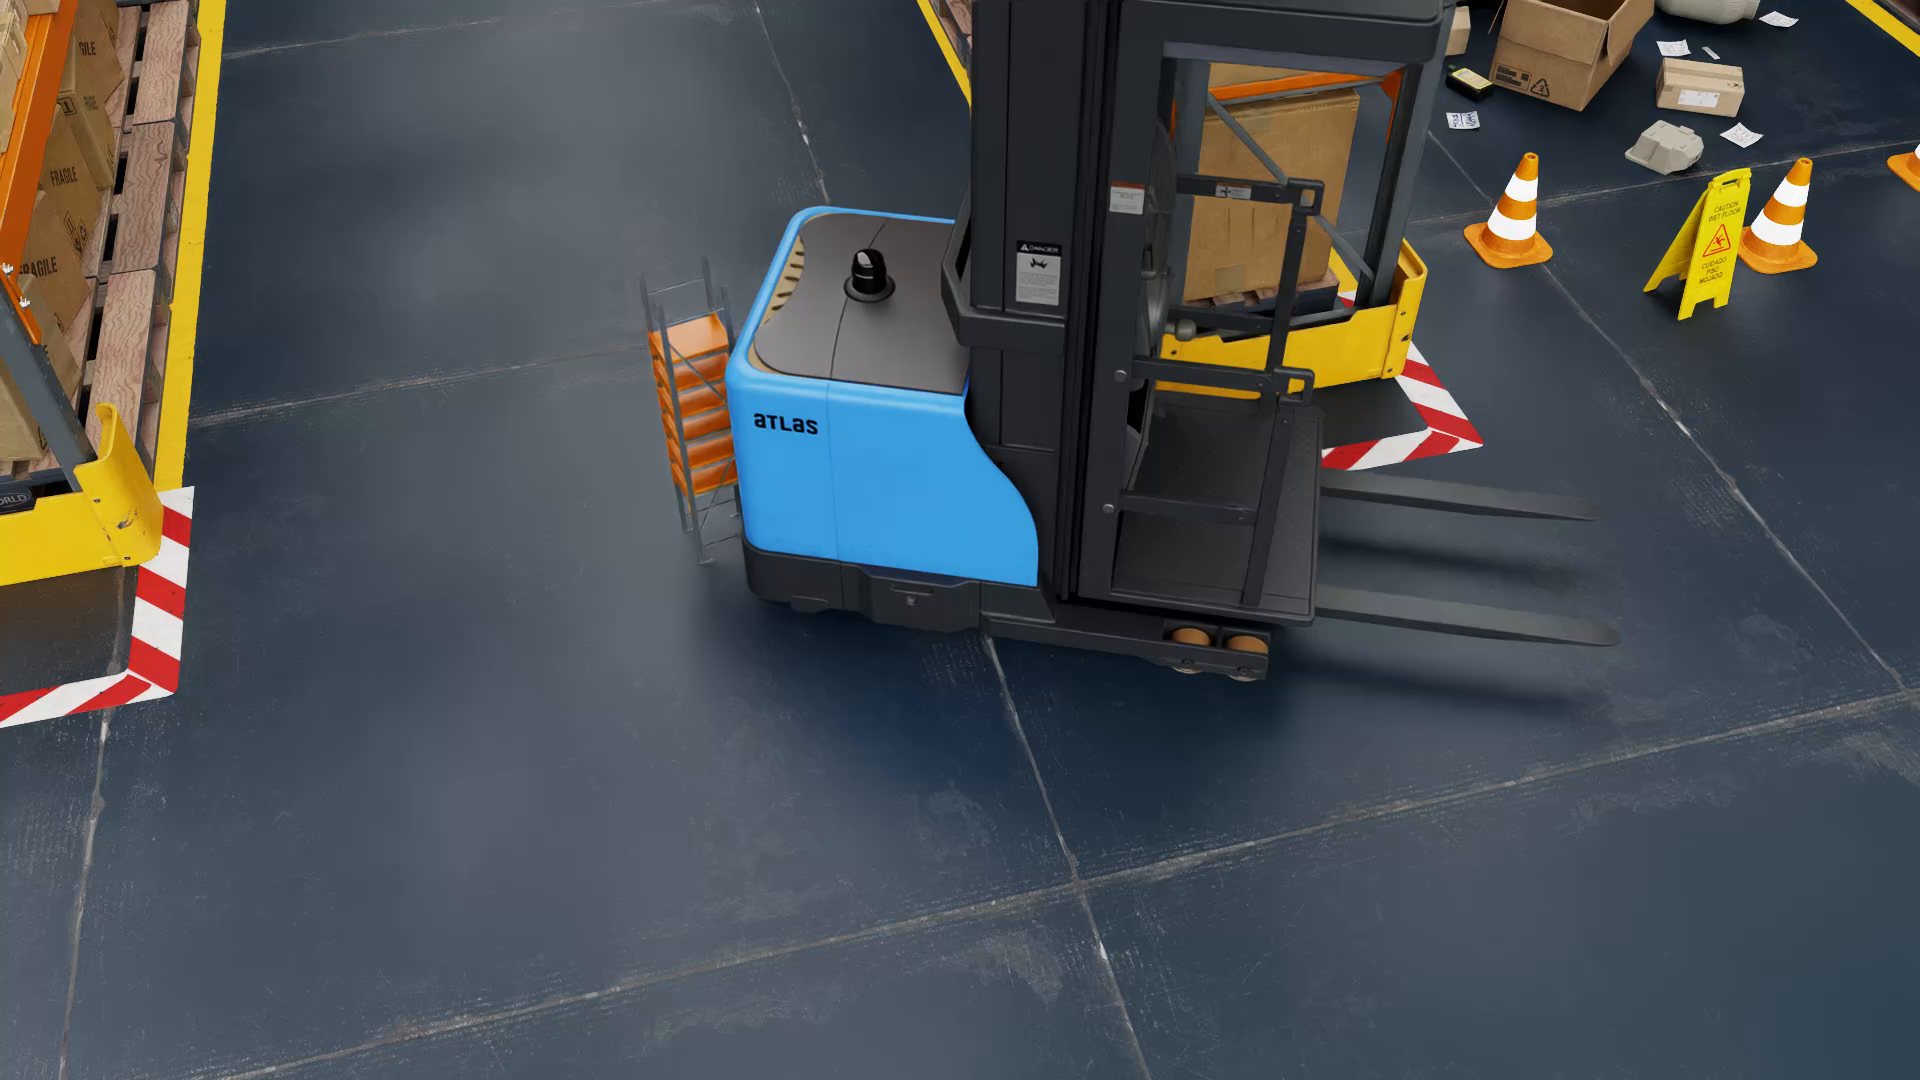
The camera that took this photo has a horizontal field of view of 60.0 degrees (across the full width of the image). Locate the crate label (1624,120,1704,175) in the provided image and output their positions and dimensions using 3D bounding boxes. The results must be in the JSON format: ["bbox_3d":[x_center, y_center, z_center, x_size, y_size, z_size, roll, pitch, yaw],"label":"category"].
[{"bbox_3d":[3.410,-1.897,8.013,0.250,0.136,0.298,-35,55,-30],"label":"crate label"}]

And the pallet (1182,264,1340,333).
[{"bbox_3d":[0.975,-1.331,7.407,1.003,0.211,1.213,-11,47,-10],"label":"pallet"}]

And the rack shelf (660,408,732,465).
[{"bbox_3d":[-0.899,-0.394,5.857,0.258,0.103,0.180,-20,49,-18],"label":"rack shelf"}]

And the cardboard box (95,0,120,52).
[{"bbox_3d":[-4.526,-2.683,8.235,0.500,0.500,0.500,-12,47,-12],"label":"cardboard box"}]

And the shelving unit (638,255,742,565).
[{"bbox_3d":[-0.899,-0.425,5.825,0.258,1.200,0.189,-20,49,-18],"label":"shelving unit"}]

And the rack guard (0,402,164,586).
[{"bbox_3d":[-3.585,-0.110,6.008,1.175,0.500,0.348,-11,47,-10],"label":"rack guard"}]

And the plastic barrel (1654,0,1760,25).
[{"bbox_3d":[4.022,-2.992,8.886,0.512,0.421,0.421,19,48,17],"label":"plastic barrel"}]

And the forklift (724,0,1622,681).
[{"bbox_3d":[0.798,-0.950,5.129,3.031,2.935,1.130,7,46,7],"label":"forklift"}]

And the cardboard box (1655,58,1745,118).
[{"bbox_3d":[3.726,-2.282,8.382,0.380,0.149,0.250,11,47,11],"label":"cardboard box"}]

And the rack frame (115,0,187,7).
[{"bbox_3d":[-4.590,-3.694,7.770,1.000,3.000,0.127,-11,47,-10],"label":"rack frame"}]

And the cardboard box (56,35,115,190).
[{"bbox_3d":[-4.137,-1.874,7.443,0.500,0.500,0.500,-15,47,-14],"label":"cardboard box"}]

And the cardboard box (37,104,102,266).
[{"bbox_3d":[-4.037,-1.481,7.057,0.500,0.500,0.500,-7,46,-7],"label":"cardboard box"}]

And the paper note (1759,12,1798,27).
[{"bbox_3d":[4.428,-2.817,8.989,0.142,0.019,0.148,-26,51,-24],"label":"paper note"}]

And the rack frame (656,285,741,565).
[{"bbox_3d":[-0.859,-0.366,5.768,0.240,1.200,0.006,-20,49,-18],"label":"rack frame"}]

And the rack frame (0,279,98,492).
[{"bbox_3d":[-3.565,-0.932,5.064,1.000,3.000,0.127,-11,47,-10],"label":"rack frame"}]

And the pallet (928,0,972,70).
[{"bbox_3d":[0.350,-3.016,9.058,1.003,0.211,1.213,-11,47,-10],"label":"pallet"}]

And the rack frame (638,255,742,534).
[{"bbox_3d":[-0.940,-0.483,5.883,0.240,1.200,0.006,-20,49,-18],"label":"rack frame"}]

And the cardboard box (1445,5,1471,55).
[{"bbox_3d":[2.452,-2.724,8.734,0.396,0.266,0.258,-3,46,-3],"label":"cardboard box"}]

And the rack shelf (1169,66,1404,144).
[{"bbox_3d":[0.743,-2.899,7.494,1.077,0.370,4.000,-11,47,-10],"label":"rack shelf"}]

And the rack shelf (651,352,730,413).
[{"bbox_3d":[-0.900,-0.562,5.686,0.258,0.103,0.180,-20,49,-18],"label":"rack shelf"}]

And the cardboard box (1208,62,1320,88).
[{"bbox_3d":[1.116,-2.070,6.073,0.875,0.550,0.550,-11,47,-10],"label":"cardboard box"}]

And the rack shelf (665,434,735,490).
[{"bbox_3d":[-0.899,-0.310,5.943,0.258,0.103,0.180,-20,49,-18],"label":"rack shelf"}]

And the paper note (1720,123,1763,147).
[{"bbox_3d":[3.848,-1.994,8.183,0.148,0.019,0.142,-26,51,-24],"label":"paper note"}]

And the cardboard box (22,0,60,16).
[{"bbox_3d":[-3.698,-2.138,6.421,0.380,0.149,0.250,-11,47,-10],"label":"cardboard box"}]

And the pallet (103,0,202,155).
[{"bbox_3d":[-4.383,-2.261,8.318,1.003,0.211,1.213,-11,47,-10],"label":"pallet"}]

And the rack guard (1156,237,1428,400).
[{"bbox_3d":[1.261,-0.878,6.760,1.175,0.500,0.348,-11,47,-10],"label":"rack guard"}]

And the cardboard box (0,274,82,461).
[{"bbox_3d":[-3.709,-0.639,6.232,0.500,0.500,0.500,-3,46,-3],"label":"cardboard box"}]

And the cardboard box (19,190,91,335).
[{"bbox_3d":[-3.895,-1.045,6.630,0.500,0.500,0.500,0,46,0],"label":"cardboard box"}]

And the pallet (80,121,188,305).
[{"bbox_3d":[-4.067,-1.417,7.491,1.003,0.211,1.213,-11,47,-10],"label":"pallet"}]

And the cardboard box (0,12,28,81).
[{"bbox_3d":[-3.644,-1.779,6.069,0.380,0.149,0.250,-11,47,-10],"label":"cardboard box"}]

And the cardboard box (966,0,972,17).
[{"bbox_3d":[0.559,-2.866,8.152,0.875,0.875,0.875,-10,46,-10],"label":"cardboard box"}]

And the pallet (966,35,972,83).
[{"bbox_3d":[0.666,-2.172,8.231,1.003,0.211,1.213,-11,47,-10],"label":"pallet"}]

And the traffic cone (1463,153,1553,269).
[{"bbox_3d":[2.492,-1.508,7.404,0.336,0.463,0.334,-11,47,-10],"label":"traffic cone"}]

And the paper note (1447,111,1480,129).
[{"bbox_3d":[2.506,-2.094,8.282,0.144,0.017,0.142,4,46,4],"label":"paper note"}]

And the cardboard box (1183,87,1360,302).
[{"bbox_3d":[1.018,-1.629,6.940,0.875,0.875,0.875,-10,47,-10],"label":"cardboard box"}]

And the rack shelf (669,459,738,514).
[{"bbox_3d":[-0.898,-0.226,6.029,0.258,0.103,0.180,-20,49,-18],"label":"rack shelf"}]

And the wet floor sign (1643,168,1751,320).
[{"bbox_3d":[3.177,-1.288,7.060,0.267,0.644,0.232,-18,48,-17],"label":"wet floor sign"}]

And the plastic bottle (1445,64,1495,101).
[{"bbox_3d":[2.585,-2.348,8.508,0.133,0.061,0.283,-26,51,-24],"label":"plastic bottle"}]

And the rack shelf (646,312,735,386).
[{"bbox_3d":[-0.901,-0.645,5.600,0.258,0.103,0.180,-20,49,-18],"label":"rack shelf"}]

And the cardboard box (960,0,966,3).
[{"bbox_3d":[0.324,-3.487,8.761,0.875,0.875,0.875,-10,46,-10],"label":"cardboard box"}]

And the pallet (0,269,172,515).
[{"bbox_3d":[-3.759,-0.576,6.667,1.003,0.211,1.213,-11,47,-10],"label":"pallet"}]

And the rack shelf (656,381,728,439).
[{"bbox_3d":[-0.900,-0.478,5.771,0.258,0.103,0.180,-20,49,-18],"label":"rack shelf"}]

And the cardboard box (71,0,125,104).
[{"bbox_3d":[-4.372,-2.289,7.849,0.500,0.500,0.500,3,46,2],"label":"cardboard box"}]

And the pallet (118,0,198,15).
[{"bbox_3d":[-4.790,-3.255,9.292,1.003,0.211,1.213,-11,47,-10],"label":"pallet"}]

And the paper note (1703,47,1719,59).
[{"bbox_3d":[3.955,-2.565,8.756,0.032,0.001,0.123,-11,47,-10],"label":"paper note"}]

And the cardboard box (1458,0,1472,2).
[{"bbox_3d":[2.870,-3.312,9.048,0.797,0.637,0.503,-11,47,-10],"label":"cardboard box"}]

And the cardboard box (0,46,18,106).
[{"bbox_3d":[-3.587,-1.605,5.899,0.380,0.149,0.250,-11,47,-10],"label":"cardboard box"}]

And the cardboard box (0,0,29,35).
[{"bbox_3d":[-3.734,-1.947,6.233,0.380,0.149,0.250,-11,47,-10],"label":"cardboard box"}]

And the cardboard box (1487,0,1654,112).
[{"bbox_3d":[3.117,-2.620,8.466,0.637,0.503,0.797,27,51,24],"label":"cardboard box"}]

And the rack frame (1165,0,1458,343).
[{"bbox_3d":[1.255,-1.770,5.884,1.000,3.000,0.127,-11,47,-10],"label":"rack frame"}]

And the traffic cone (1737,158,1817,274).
[{"bbox_3d":[3.671,-1.480,7.376,0.336,0.463,0.334,-11,47,-10],"label":"traffic cone"}]

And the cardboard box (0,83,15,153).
[{"bbox_3d":[-3.503,-1.436,5.733,0.380,0.149,0.250,-11,47,-10],"label":"cardboard box"}]

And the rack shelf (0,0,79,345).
[{"bbox_3d":[-4.077,-2.061,6.674,1.077,0.370,4.000,-11,47,-10],"label":"rack shelf"}]

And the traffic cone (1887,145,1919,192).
[{"bbox_3d":[4.657,-1.917,7.805,0.336,0.463,0.334,-11,47,-10],"label":"traffic cone"}]

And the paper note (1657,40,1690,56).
[{"bbox_3d":[3.776,-2.604,8.788,0.148,0.019,0.142,4,46,4],"label":"paper note"}]
